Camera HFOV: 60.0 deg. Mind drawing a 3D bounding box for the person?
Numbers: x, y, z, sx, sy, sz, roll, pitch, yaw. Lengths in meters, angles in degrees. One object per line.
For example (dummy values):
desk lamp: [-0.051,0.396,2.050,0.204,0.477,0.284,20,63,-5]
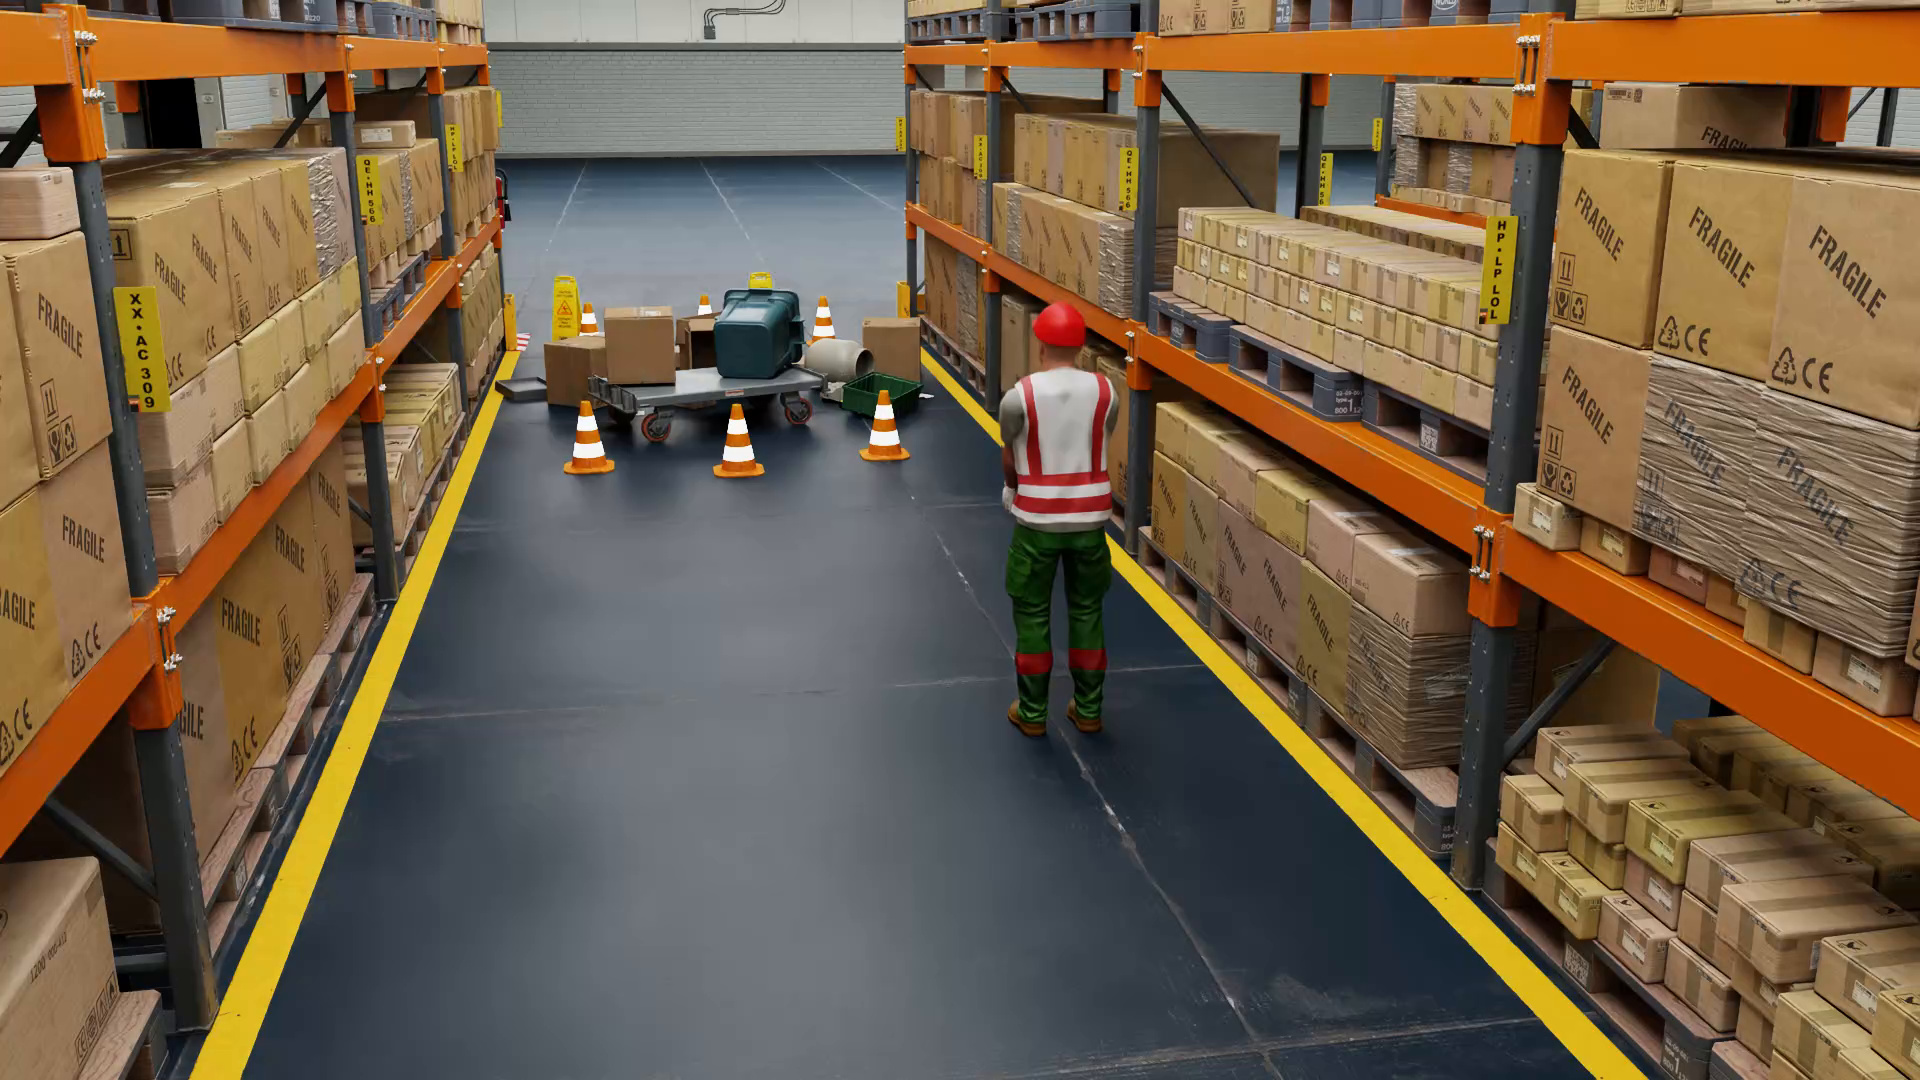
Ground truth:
person: [0.379,-0.104,6.849,0.495,1.786,0.564,-3,16,-11]
